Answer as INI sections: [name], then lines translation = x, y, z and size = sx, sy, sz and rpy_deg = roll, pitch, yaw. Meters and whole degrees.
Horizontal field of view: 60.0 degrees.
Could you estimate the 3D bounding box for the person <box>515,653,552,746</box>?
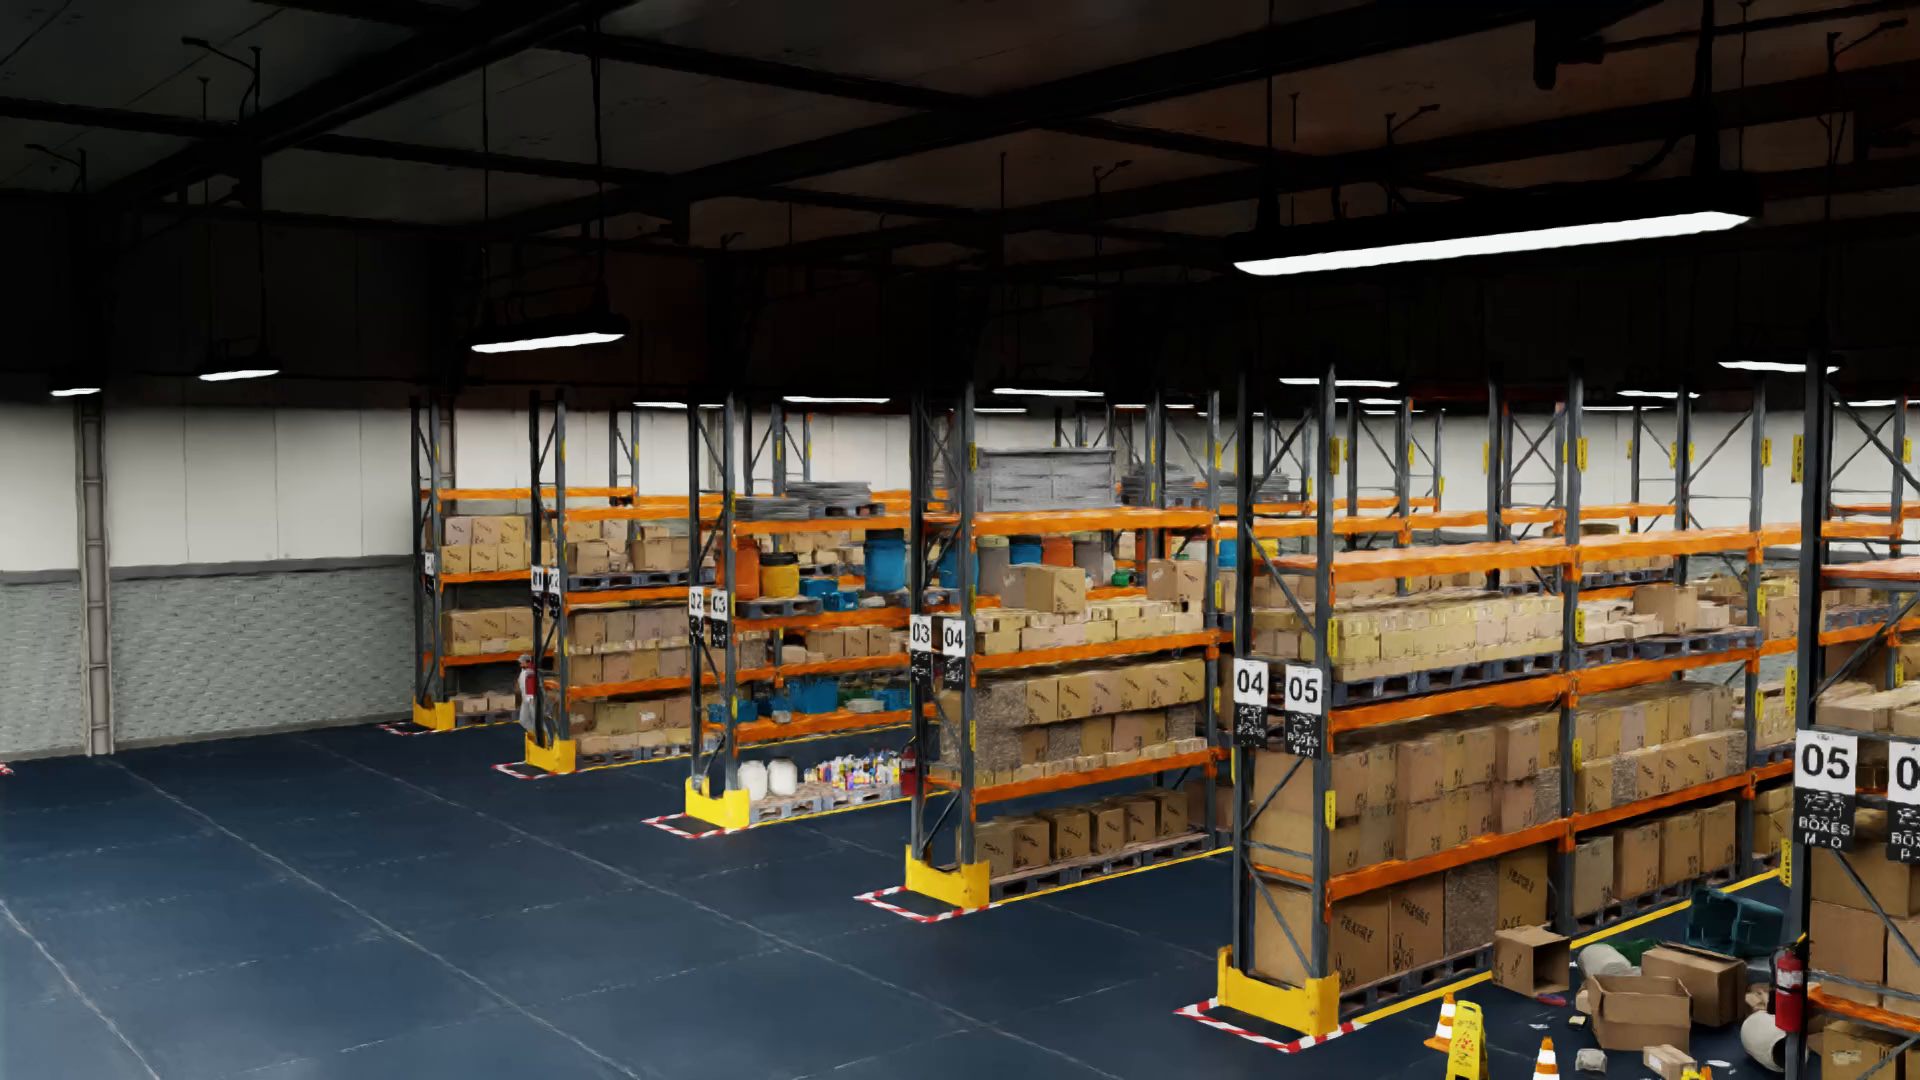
[person]
translation = -7.261, 2.705, 28.206
size = 0.582, 1.611, 0.625
rpy_deg = -3, 5, -42
